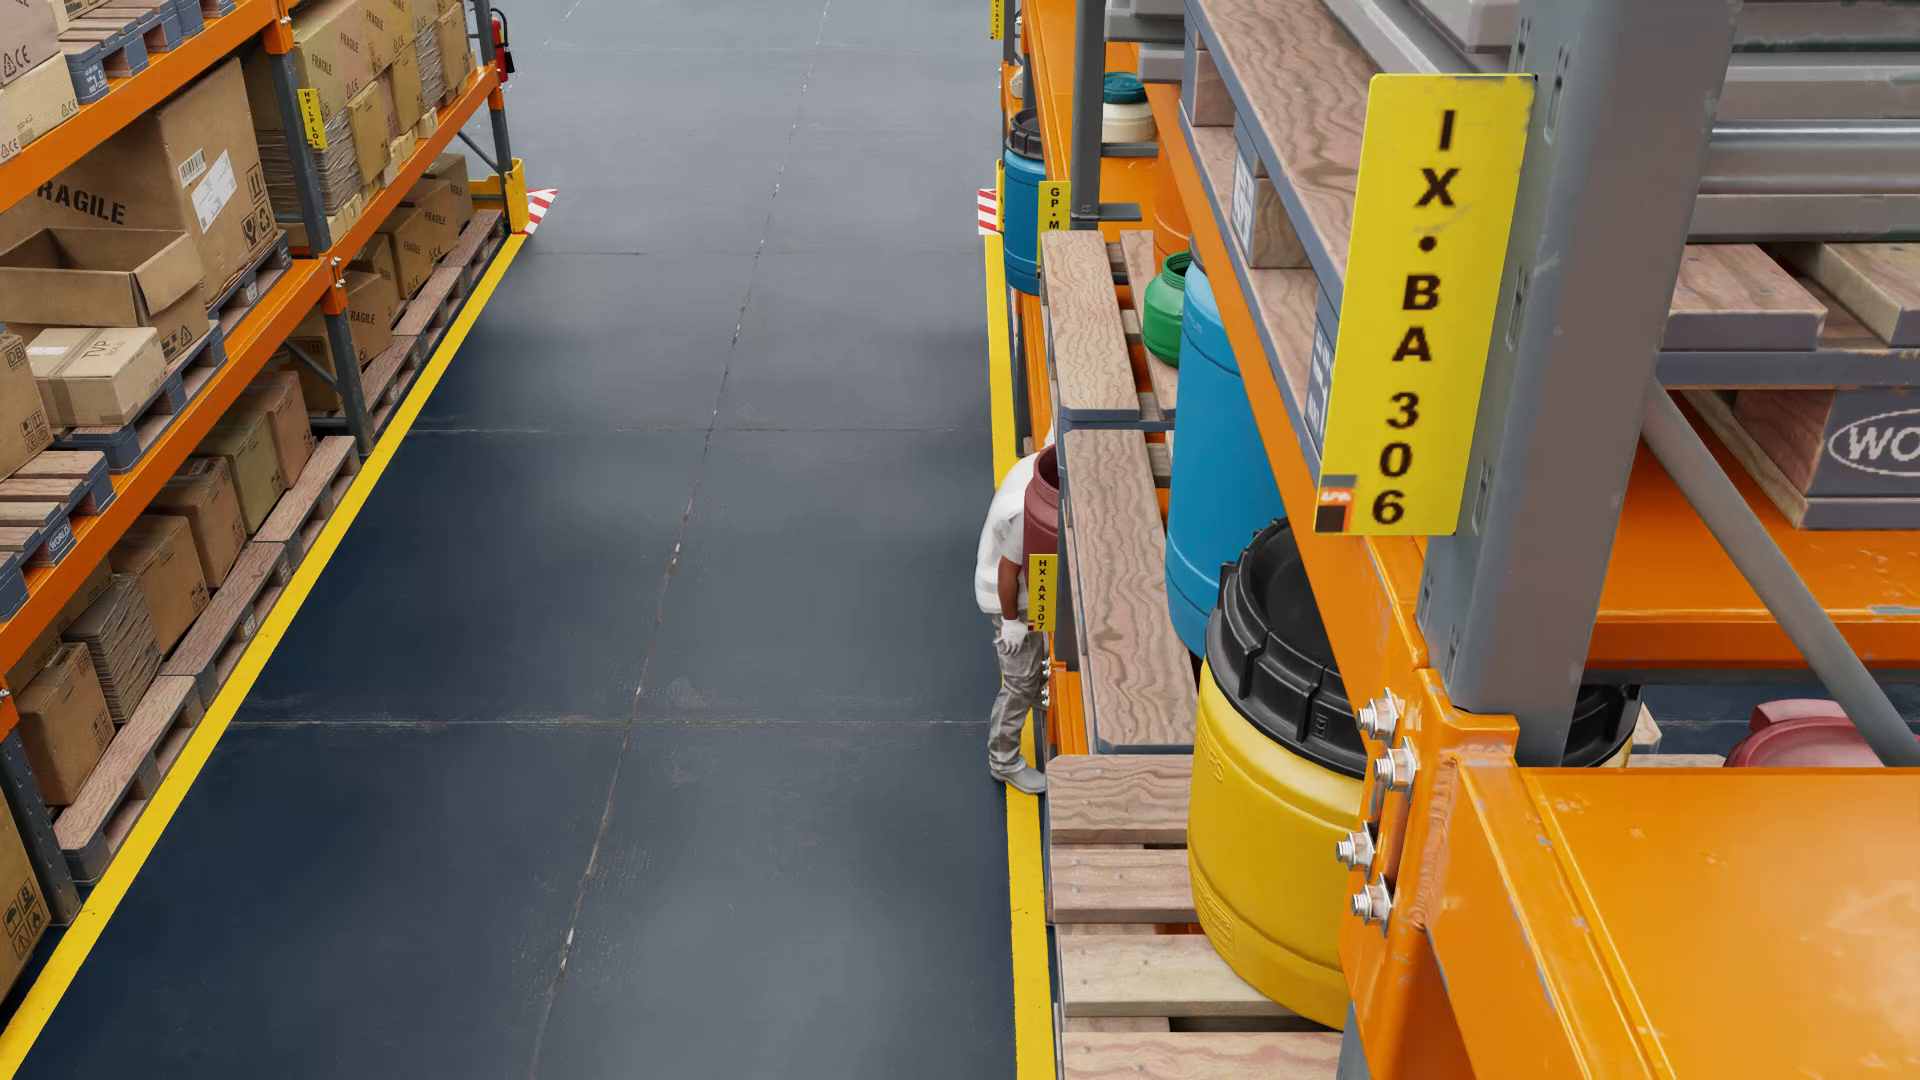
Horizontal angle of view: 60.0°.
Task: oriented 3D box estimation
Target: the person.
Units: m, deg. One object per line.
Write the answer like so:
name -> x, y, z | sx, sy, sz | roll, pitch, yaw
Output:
person -> 0.343, 0.249, 7.236 | 0.538, 1.750, 0.619 | 7, 32, 11
